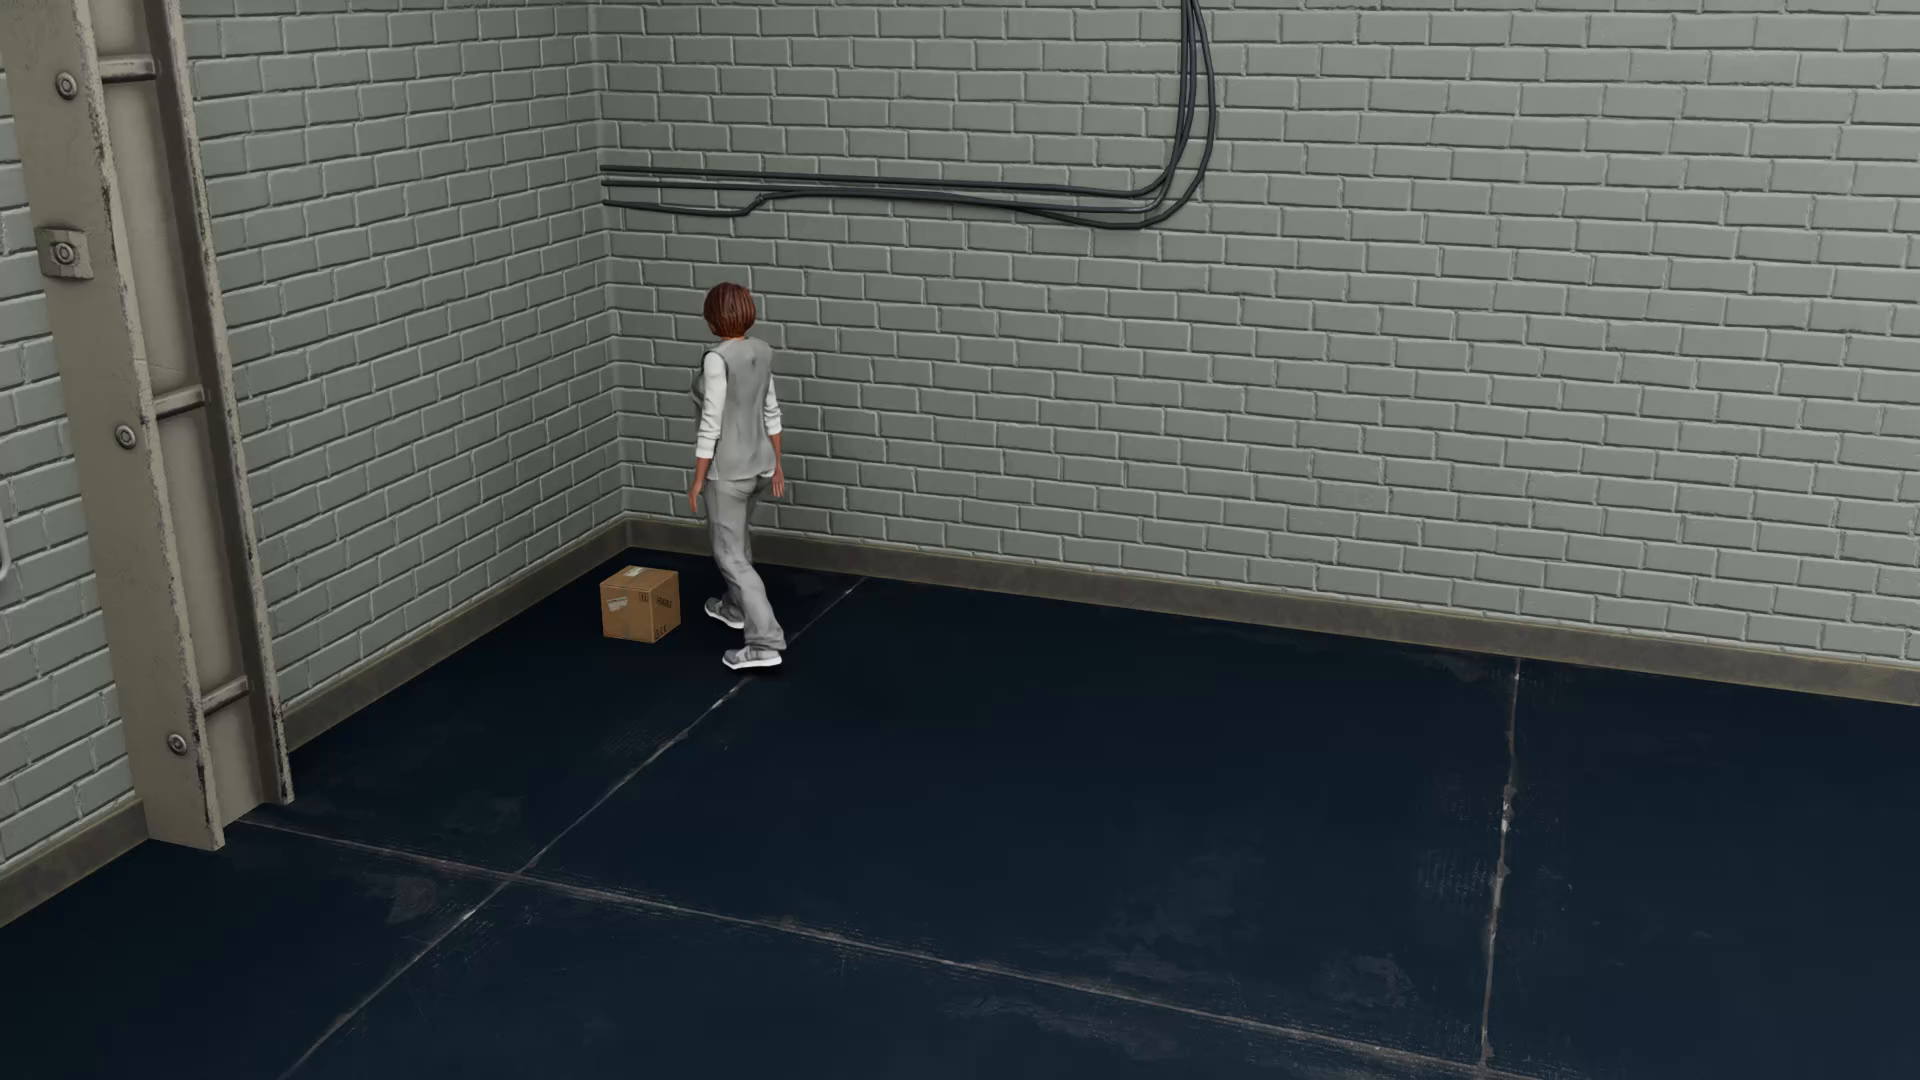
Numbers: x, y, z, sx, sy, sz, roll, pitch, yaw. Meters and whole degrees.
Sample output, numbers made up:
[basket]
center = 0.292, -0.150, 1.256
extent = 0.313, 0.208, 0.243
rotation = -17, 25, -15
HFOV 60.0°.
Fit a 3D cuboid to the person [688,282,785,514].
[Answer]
[person]
center = -0.942, -0.581, 6.804
extent = 0.281, 0.938, 0.484
rotation = 11, 22, 28
